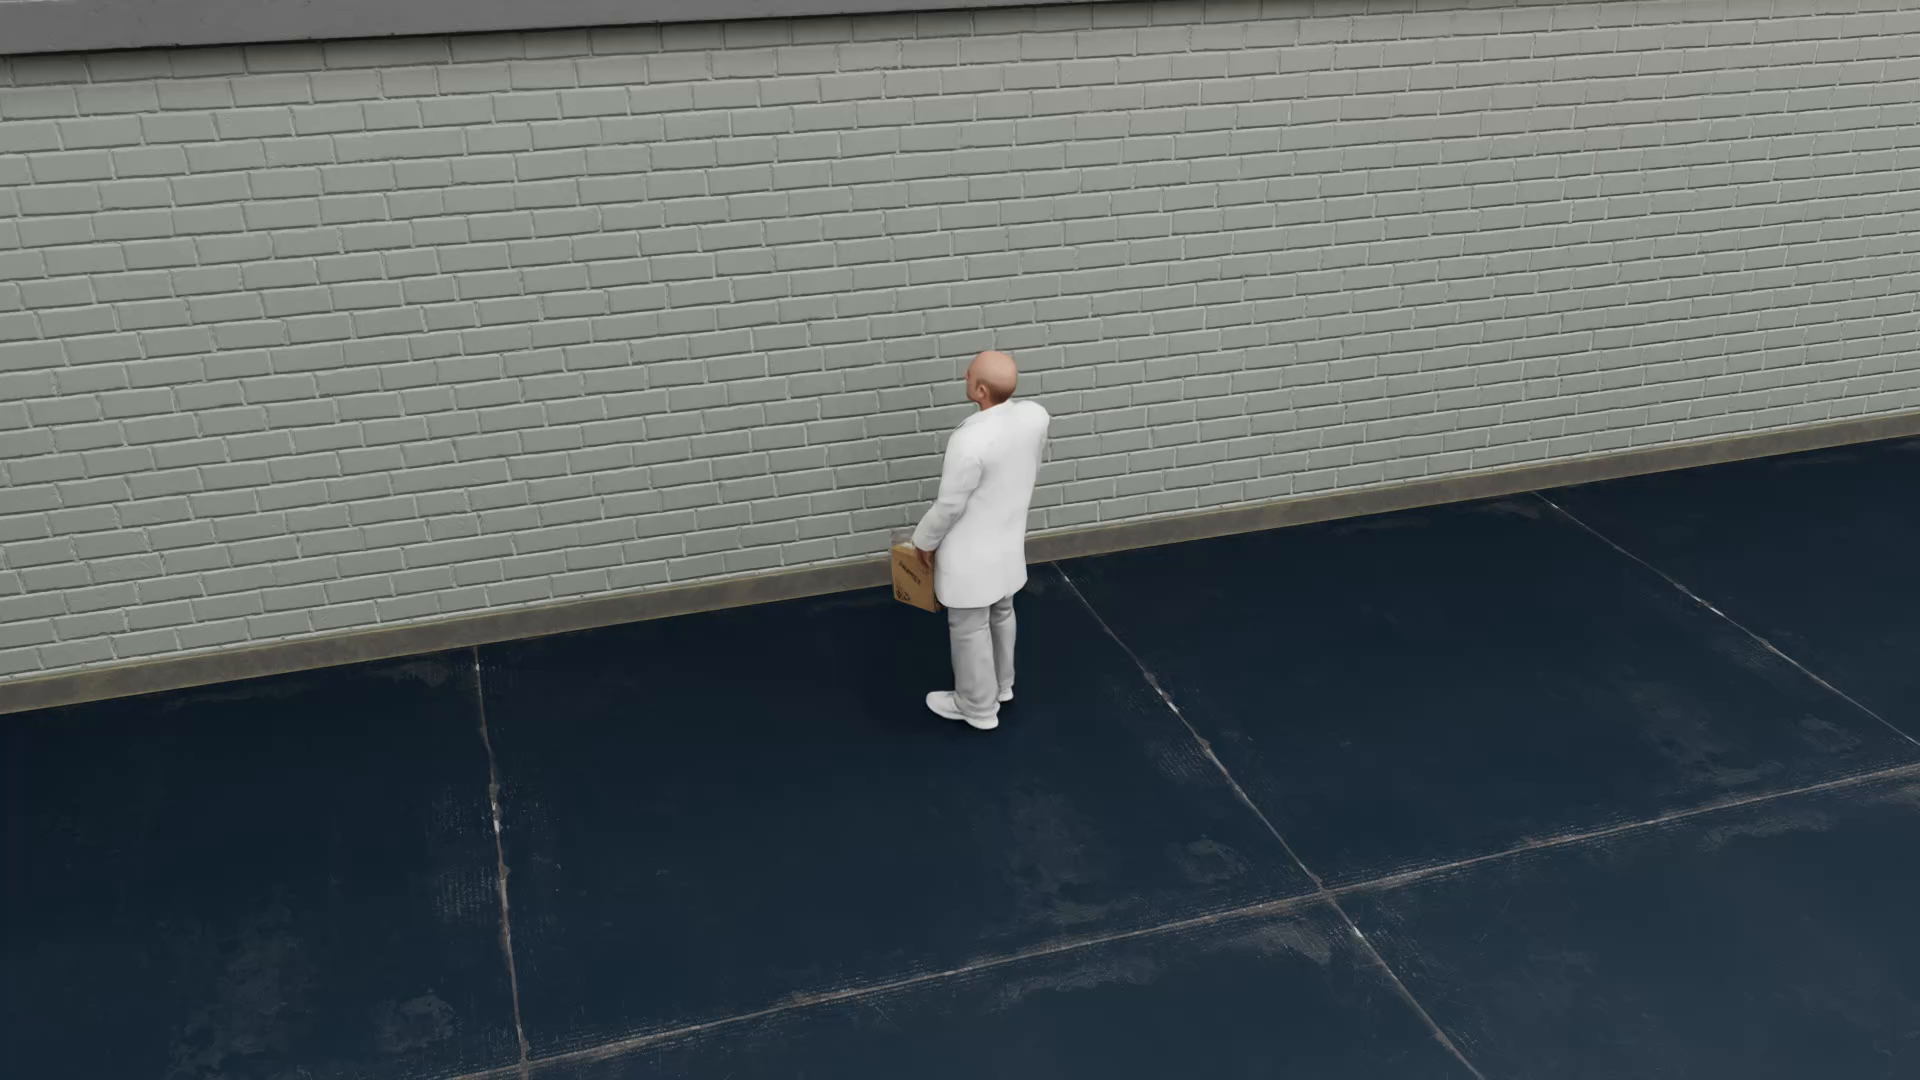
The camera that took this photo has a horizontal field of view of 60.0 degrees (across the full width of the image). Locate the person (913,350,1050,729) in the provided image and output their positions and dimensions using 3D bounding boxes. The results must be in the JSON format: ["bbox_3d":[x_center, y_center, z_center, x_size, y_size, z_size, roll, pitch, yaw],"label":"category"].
[{"bbox_3d":[0.032,-0.016,7.147,0.575,1.776,0.612,23,34,38],"label":"person"}]
